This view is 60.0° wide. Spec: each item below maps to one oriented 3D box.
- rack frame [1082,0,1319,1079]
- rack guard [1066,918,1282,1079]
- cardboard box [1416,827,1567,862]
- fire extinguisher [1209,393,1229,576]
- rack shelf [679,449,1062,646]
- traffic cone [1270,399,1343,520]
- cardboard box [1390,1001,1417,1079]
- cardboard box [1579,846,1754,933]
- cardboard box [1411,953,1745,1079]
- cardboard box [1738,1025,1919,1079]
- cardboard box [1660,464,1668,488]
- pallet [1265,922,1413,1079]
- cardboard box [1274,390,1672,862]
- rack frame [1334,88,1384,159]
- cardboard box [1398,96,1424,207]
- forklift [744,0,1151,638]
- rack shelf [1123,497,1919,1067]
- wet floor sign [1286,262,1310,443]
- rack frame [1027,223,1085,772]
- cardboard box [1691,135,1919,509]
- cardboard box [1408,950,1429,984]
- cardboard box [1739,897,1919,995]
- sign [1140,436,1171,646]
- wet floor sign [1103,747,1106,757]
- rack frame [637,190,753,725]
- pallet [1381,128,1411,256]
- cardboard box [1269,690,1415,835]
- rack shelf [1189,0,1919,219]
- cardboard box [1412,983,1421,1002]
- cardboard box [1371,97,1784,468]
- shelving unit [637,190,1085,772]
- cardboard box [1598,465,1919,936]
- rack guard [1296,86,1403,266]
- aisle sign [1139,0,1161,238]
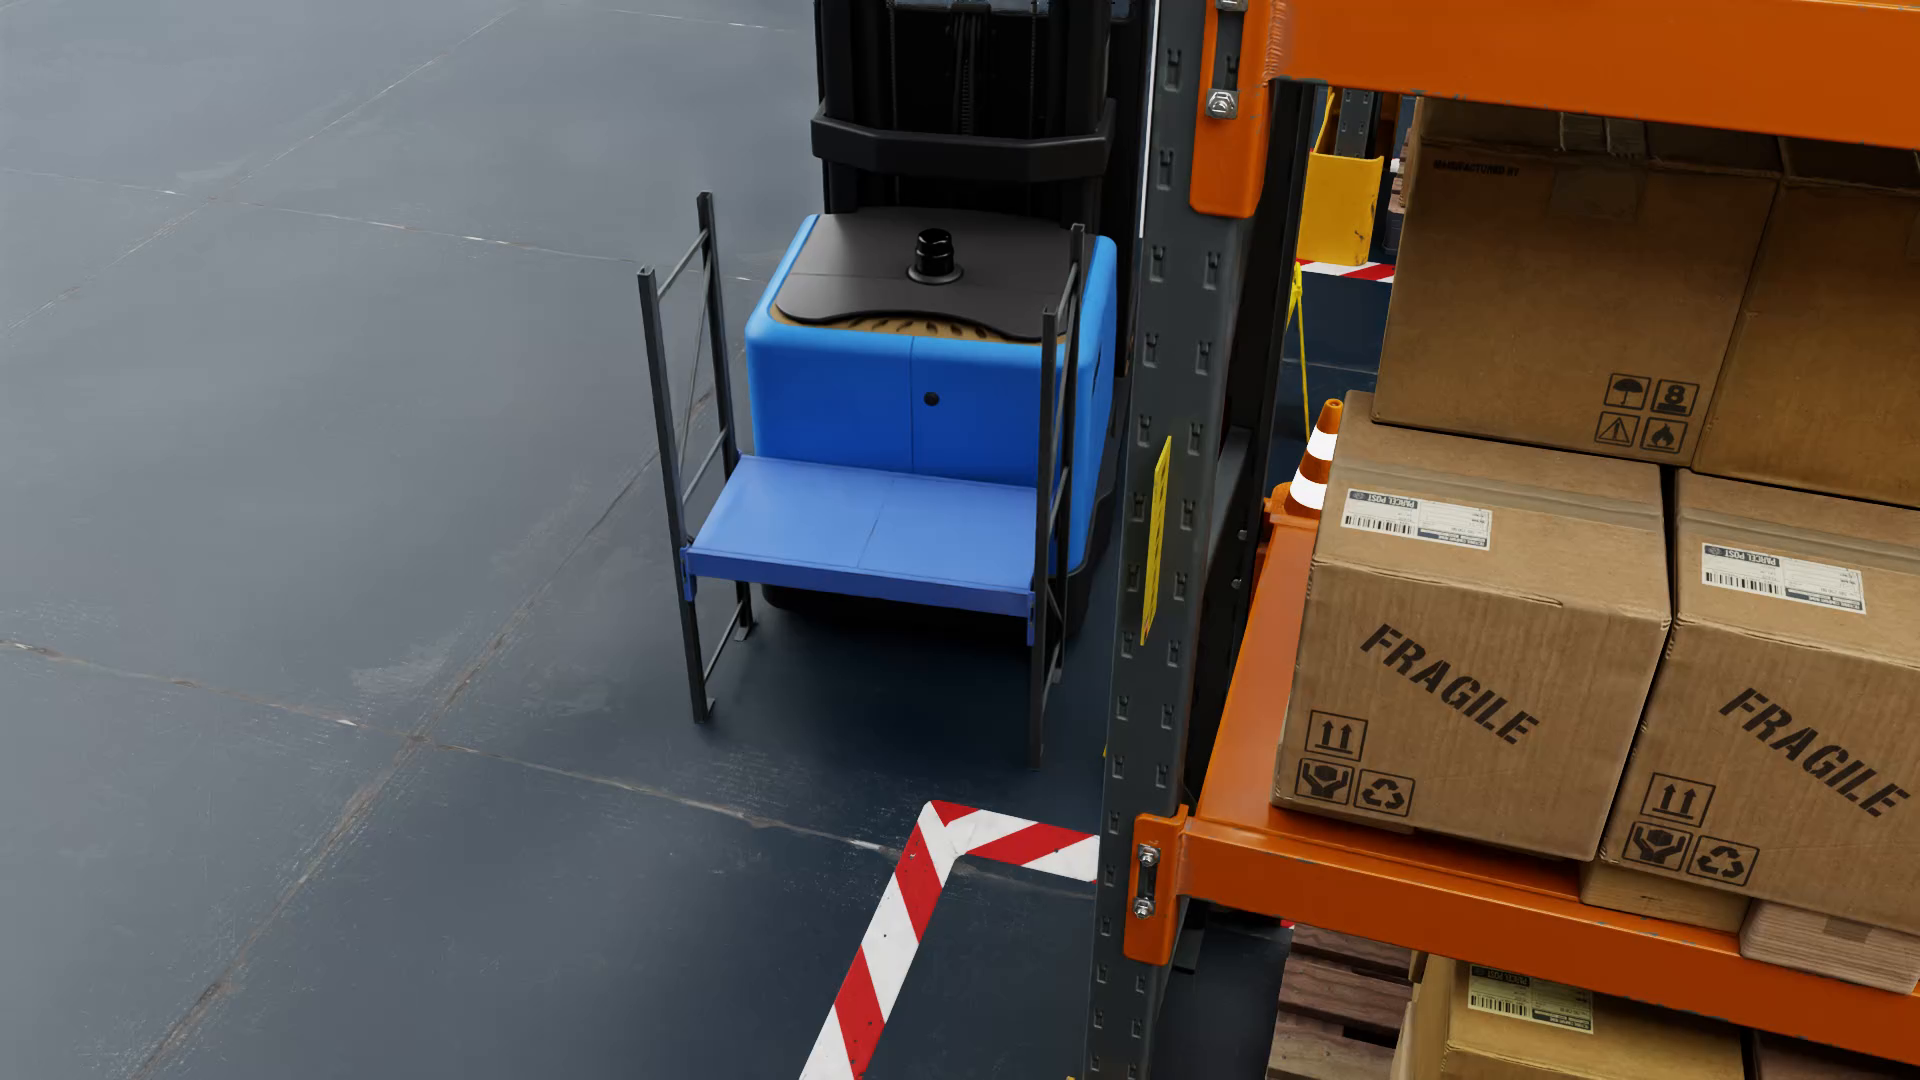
[{"bbox_3d":[0.454,0.046,3.157,0.127,3.000,1.000,10,38,14],"label":"rack frame"},{"bbox_3d":[0.527,1.066,3.880,0.348,0.500,1.175,10,38,14],"label":"rack guard"},{"bbox_3d":[0.962,0.361,2.942,0.250,0.149,0.380,11,38,15],"label":"cardboard box"},{"bbox_3d":[0.483,-0.204,3.562,0.183,0.674,0.296,10,38,14],"label":"fire extinguisher"},{"bbox_3d":[-0.237,0.008,4.777,1.000,0.185,0.538,7,37,9],"label":"rack shelf"},{"bbox_3d":[1.256,-0.275,5.733,0.334,0.463,0.336,10,38,14],"label":"traffic cone"},{"bbox_3d":[1.142,1.283,3.442,0.500,0.250,0.500,10,38,14],"label":"cardboard box"},{"bbox_3d":[1.191,0.453,2.815,0.250,0.149,0.380,9,37,12],"label":"cardboard box"},{"bbox_3d":[1.165,0.985,3.214,0.500,0.500,0.500,9,37,12],"label":"cardboard box"},{"bbox_3d":[1.665,1.075,3.092,0.500,0.500,0.500,9,37,12],"label":"cardboard box"},{"bbox_3d":[1.055,-0.174,3.121,0.500,0.500,0.500,10,37,13],"label":"cardboard box"},{"bbox_3d":[1.292,1.346,3.744,1.213,0.211,1.003,10,38,14],"label":"pallet"},{"bbox_3d":[0.824,0.126,2.713,0.500,0.500,0.500,10,38,13],"label":"cardboard box"},{"bbox_3d":[1.834,-2.773,6.987,0.127,3.000,1.000,10,38,14],"label":"rack frame"},{"bbox_3d":[2.501,-2.004,7.380,0.875,0.875,0.875,11,38,14],"label":"cardboard box"},{"bbox_3d":[0.110,-1.741,5.643,1.130,2.935,3.031,6,37,8],"label":"forklift"},{"bbox_3d":[2.363,0.689,2.890,4.000,0.370,1.077,10,38,14],"label":"rack shelf"},{"bbox_3d":[1.216,-0.710,6.170,0.232,0.644,0.267,4,37,6],"label":"wet floor sign"},{"bbox_3d":[0.261,-0.076,4.588,0.032,1.500,0.500,7,37,9],"label":"rack frame"},{"bbox_3d":[1.488,-0.457,2.661,0.500,0.500,0.700,11,38,14],"label":"cardboard box"},{"bbox_3d":[1.297,0.676,3.634,0.500,0.500,0.500,11,38,14],"label":"cardboard box"},{"bbox_3d":[1.420,0.524,2.719,0.250,0.149,0.380,11,38,15],"label":"cardboard box"},{"bbox_3d":[0.293,0.004,2.484,0.005,0.325,0.100,10,38,14],"label":"sign"},{"bbox_3d":[0.592,0.355,4.724,0.232,0.644,0.267,24,43,29],"label":"wet floor sign"},{"bbox_3d":[-0.735,-0.196,4.752,0.032,1.500,0.500,7,37,9],"label":"rack frame"},{"bbox_3d":[2.620,-1.553,7.682,1.213,0.211,1.003,10,38,14],"label":"pallet"},{"bbox_3d":[0.717,0.324,2.991,0.250,0.149,0.380,11,38,14],"label":"cardboard box"},{"bbox_3d":[2.363,-0.519,2.001,4.000,0.370,1.077,10,38,14],"label":"rack shelf"},{"bbox_3d":[1.329,0.979,3.855,0.500,0.250,0.500,10,38,14],"label":"cardboard box"},{"bbox_3d":[1.007,-0.550,2.788,0.500,0.500,0.700,10,37,13],"label":"cardboard box"},{"bbox_3d":[-0.237,-0.136,4.670,1.048,1.500,0.538,7,37,9],"label":"shelving unit"},{"bbox_3d":[1.319,0.216,2.591,0.500,0.500,0.500,12,38,15],"label":"cardboard box"},{"bbox_3d":[1.811,-1.770,7.734,0.348,0.500,1.175,10,38,14],"label":"rack guard"},{"bbox_3d":[0.303,-0.837,2.163,0.004,0.787,0.394,10,38,14],"label":"aisle sign"}]
